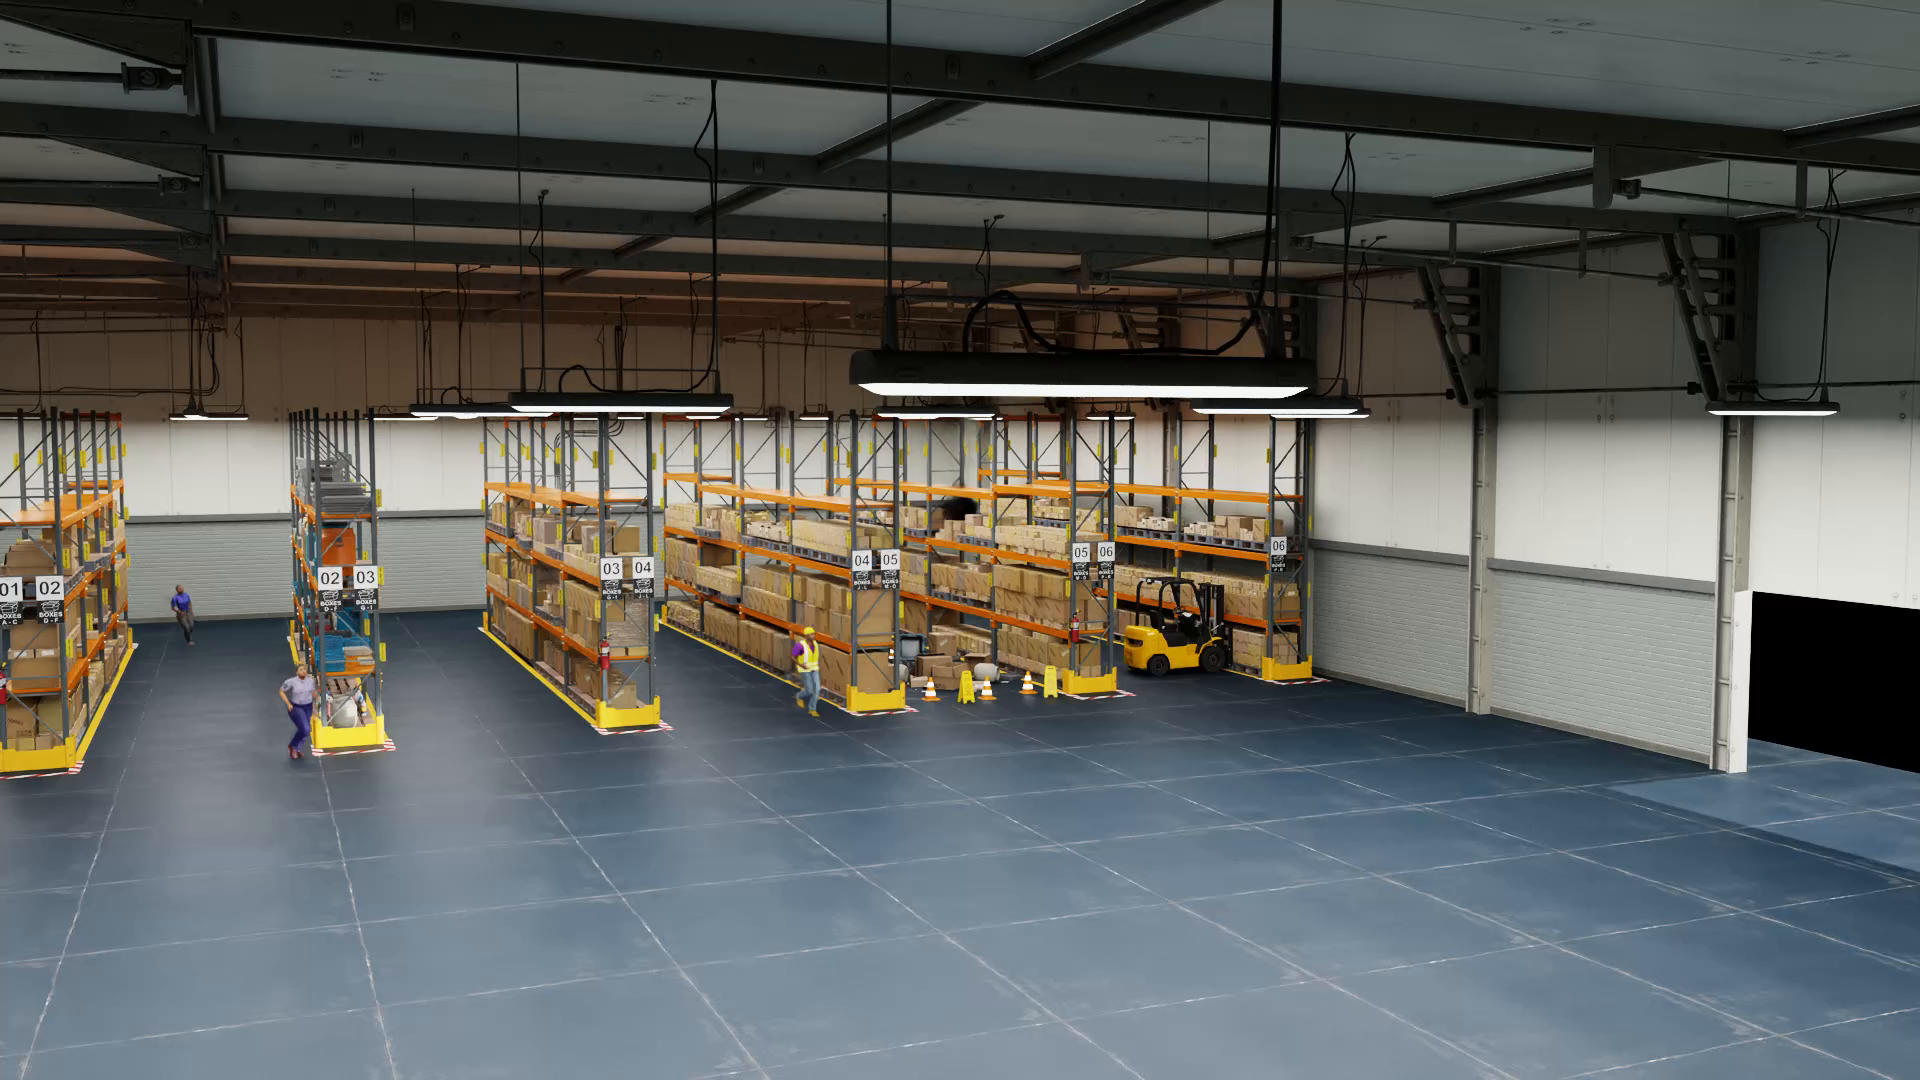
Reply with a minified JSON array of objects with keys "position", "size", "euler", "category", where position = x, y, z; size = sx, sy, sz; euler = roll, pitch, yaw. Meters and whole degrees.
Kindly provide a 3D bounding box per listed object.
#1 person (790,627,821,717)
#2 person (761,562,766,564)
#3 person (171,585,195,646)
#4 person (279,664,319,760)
[{"position":[-2.997,2.581,32.706],"size":[0.738,1.748,0.681],"euler":[-3,5,-40],"category":"person"},{"position":[-5.551,1.518,47.523],"size":[0.686,1.789,1.012],"euler":[-3,5,-36],"category":"person"},{"position":[-19.964,1.940,42.750],"size":[0.509,1.595,0.570],"euler":[3,5,39],"category":"person"},{"position":[-11.224,2.930,28.403],"size":[0.631,1.620,0.582],"euler":[3,5,34],"category":"person"}]
